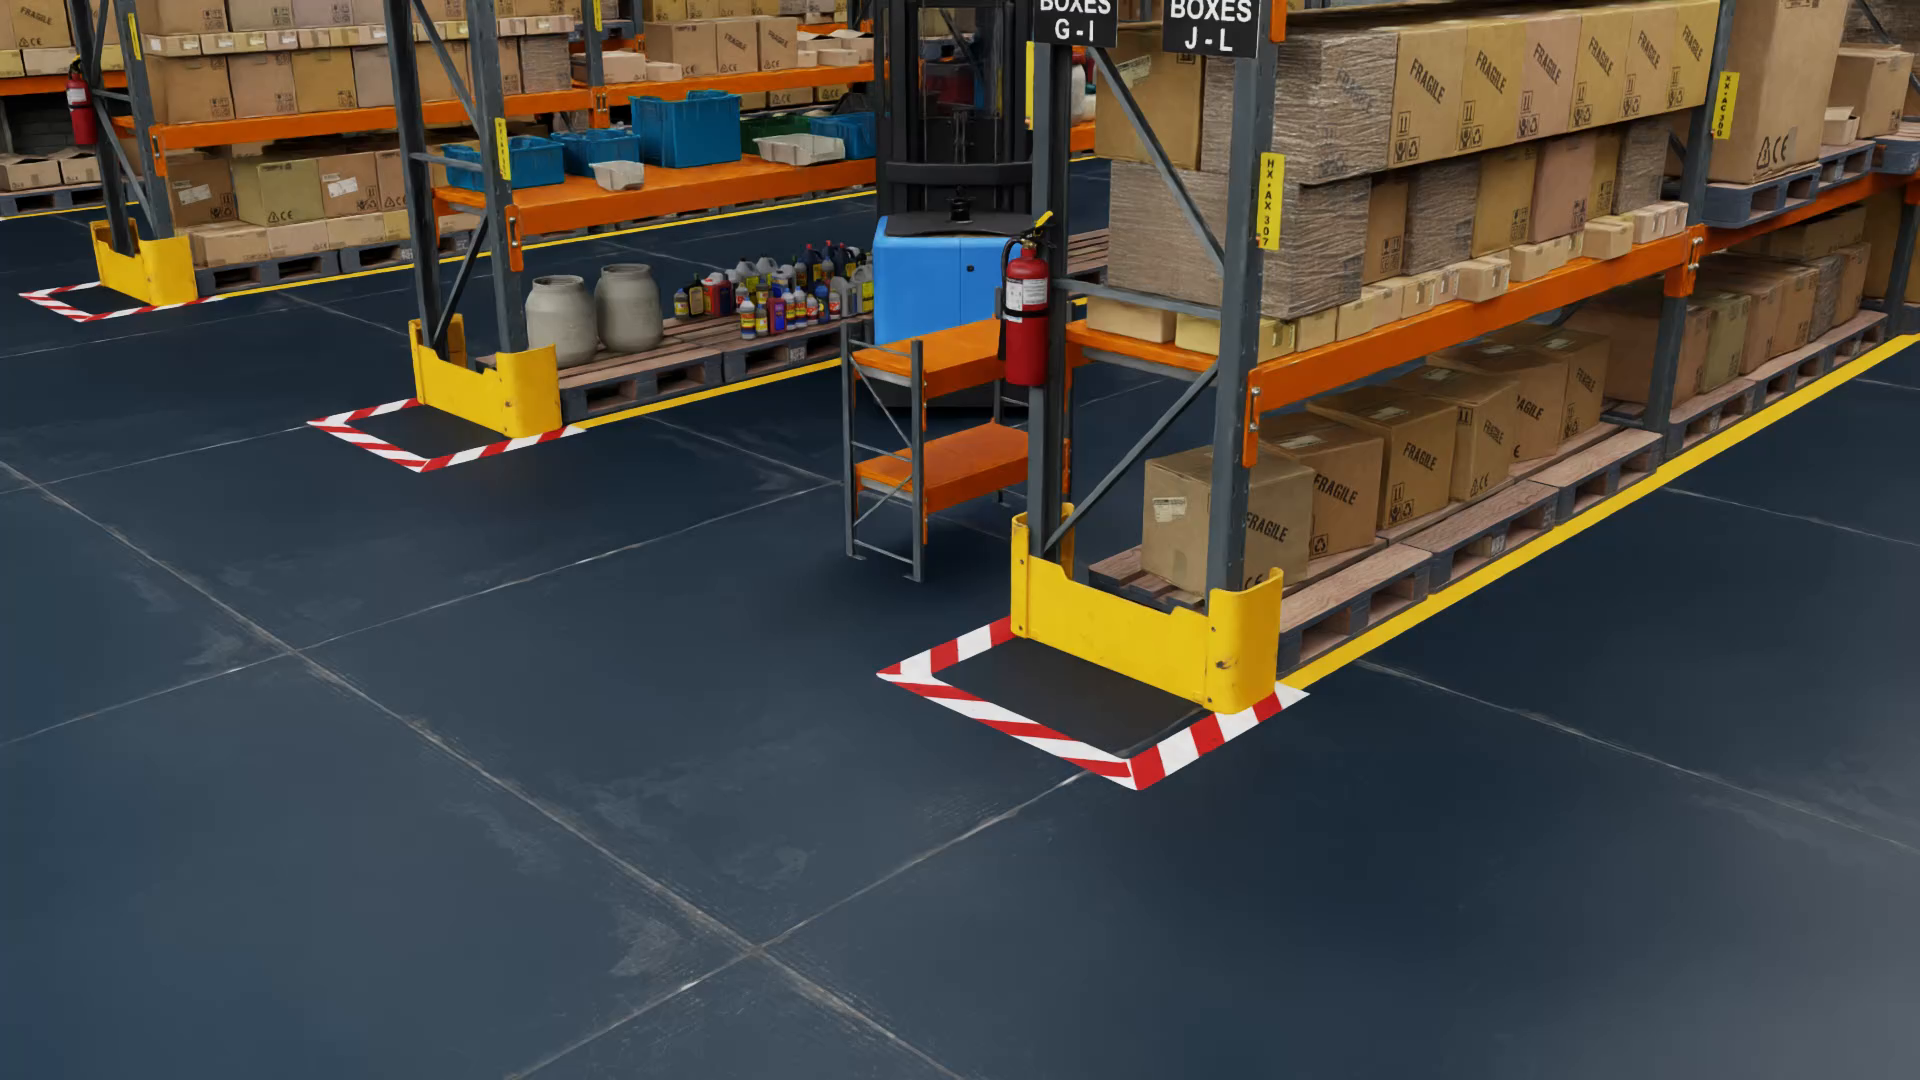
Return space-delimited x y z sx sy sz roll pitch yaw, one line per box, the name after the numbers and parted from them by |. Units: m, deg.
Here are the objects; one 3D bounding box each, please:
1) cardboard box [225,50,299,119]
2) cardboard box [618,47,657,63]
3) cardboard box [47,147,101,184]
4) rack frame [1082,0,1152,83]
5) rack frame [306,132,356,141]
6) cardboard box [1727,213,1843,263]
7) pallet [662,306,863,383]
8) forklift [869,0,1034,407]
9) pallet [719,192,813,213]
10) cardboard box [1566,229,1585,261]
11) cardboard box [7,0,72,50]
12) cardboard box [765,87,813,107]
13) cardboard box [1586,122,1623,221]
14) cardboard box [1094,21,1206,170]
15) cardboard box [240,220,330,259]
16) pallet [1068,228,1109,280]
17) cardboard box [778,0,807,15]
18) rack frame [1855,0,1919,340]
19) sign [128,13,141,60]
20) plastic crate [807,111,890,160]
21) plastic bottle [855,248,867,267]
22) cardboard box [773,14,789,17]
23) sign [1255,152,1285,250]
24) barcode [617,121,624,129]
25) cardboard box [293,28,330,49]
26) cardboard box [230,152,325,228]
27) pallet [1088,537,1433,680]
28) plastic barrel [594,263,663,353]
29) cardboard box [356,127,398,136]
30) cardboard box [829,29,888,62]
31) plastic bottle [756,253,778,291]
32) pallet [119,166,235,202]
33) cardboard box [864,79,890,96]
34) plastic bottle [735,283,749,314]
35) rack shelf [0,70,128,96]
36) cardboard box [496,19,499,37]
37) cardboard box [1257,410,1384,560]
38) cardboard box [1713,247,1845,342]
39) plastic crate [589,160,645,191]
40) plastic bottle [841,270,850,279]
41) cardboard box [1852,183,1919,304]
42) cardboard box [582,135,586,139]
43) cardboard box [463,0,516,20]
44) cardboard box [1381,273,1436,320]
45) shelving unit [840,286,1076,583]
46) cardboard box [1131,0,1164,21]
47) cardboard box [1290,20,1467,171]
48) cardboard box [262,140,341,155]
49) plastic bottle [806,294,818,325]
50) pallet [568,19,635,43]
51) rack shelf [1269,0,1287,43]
-5.724 -3.676 13.318 0.500 0.500 0.700 -19 28 -41 | cardboard box
-3.149 -4.614 16.084 0.396 0.266 0.258 18 28 39 | cardboard box
-9.028 -3.867 17.090 0.500 0.311 0.500 -17 27 -38 | cardboard box
1.950 -6.461 20.703 1.000 3.000 0.127 19 28 41 | rack frame
-7.183 -5.643 18.576 1.000 3.000 0.127 19 28 41 | rack frame
5.446 -2.022 10.981 0.500 0.250 0.500 -16 26 -36 | cardboard box
-1.434 -1.385 11.383 1.003 0.211 1.213 19 28 41 | pallet
0.003 -2.639 10.856 1.130 2.935 3.031 0 21 0 | forklift
-2.294 -3.617 17.191 1.003 0.211 1.213 19 28 41 | pallet
2.763 -1.443 7.999 0.380 0.149 0.250 19 28 41 | cardboard box
-9.073 -5.076 16.237 0.500 0.500 0.500 19 28 41 | cardboard box
-2.580 -6.463 23.121 0.750 0.750 0.750 -19 28 -40 | cardboard box
2.732 -1.890 8.256 0.875 0.500 0.500 19 28 41 | cardboard box
0.880 -1.751 6.502 0.500 0.500 0.500 19 28 41 | cardboard box
-5.542 -2.500 13.646 0.500 0.250 0.500 19 28 41 | cardboard box
1.287 -2.389 13.995 1.003 0.211 1.213 19 28 41 | pallet
-2.449 -7.452 22.700 0.500 0.500 0.500 19 28 41 | cardboard box
6.254 -2.952 11.575 1.000 3.000 0.127 19 28 41 | rack frame
-6.028 -3.677 12.143 0.100 0.325 0.005 19 28 41 | sign
-0.662 -2.742 11.234 0.499 0.251 0.616 19 28 41 | plastic crate
-0.750 -2.012 12.302 0.061 0.283 0.133 19 28 41 | plastic bottle
-2.553 -7.118 22.736 0.380 0.149 0.250 18 28 39 | cardboard box
1.063 -1.164 5.716 0.100 0.325 0.005 19 28 41 | sign
-3.155 -3.852 15.449 0.001 0.075 0.075 19 28 41 | barcode
-5.274 -4.038 13.357 0.380 0.149 0.250 18 27 39 | cardboard box
-5.541 -2.850 13.510 0.500 0.500 0.500 19 28 41 | cardboard box
1.319 0.186 7.296 1.003 0.211 1.213 19 28 41 | pallet
-2.121 -1.487 10.646 0.421 0.512 0.421 0 21 0 | plastic barrel
-6.681 -4.875 19.448 0.500 0.500 0.700 -19 28 -40 | cardboard box
-1.126 -5.308 17.829 0.500 0.311 0.500 -18 27 -39 | cardboard box
-1.373 -1.871 11.841 0.144 0.351 0.185 19 28 40 | plastic bottle
-8.477 -3.845 17.784 1.003 0.211 1.213 19 28 41 | pallet
-1.007 -6.895 24.733 0.700 0.500 0.500 20 29 41 | cardboard box
-1.513 -1.684 11.561 0.097 0.201 0.097 0 21 0 | plastic bottle
-8.578 -4.793 17.367 1.077 0.370 4.000 19 28 41 | rack shelf
-4.205 -4.432 14.380 0.380 0.149 0.250 19 28 41 | cardboard box
1.514 -0.244 7.426 0.500 0.500 0.500 -12 24 -28 | cardboard box
5.424 -1.668 11.104 0.700 0.500 0.500 16 26 36 | cardboard box
-2.020 -2.162 9.886 0.298 0.136 0.250 19 28 41 | plastic crate
-0.778 -1.750 11.620 0.061 0.283 0.133 19 28 41 | plastic bottle
6.751 -2.329 12.328 1.225 0.875 0.875 18 27 38 | cardboard box
-3.554 -3.755 16.128 0.500 0.311 0.500 19 28 41 | cardboard box
-4.288 -4.811 14.462 0.700 0.500 0.500 19 28 41 | cardboard box
1.756 -1.044 6.960 0.380 0.149 0.250 19 28 41 | cardboard box
0.005 -0.527 7.877 0.538 1.125 1.048 19 28 41 | shelving unit
2.501 -6.570 20.848 0.500 0.500 0.500 -19 28 -41 | cardboard box
1.606 -1.748 6.494 0.500 0.500 0.500 19 28 41 | cardboard box
-5.573 -3.112 14.192 0.500 0.500 0.500 19 28 41 | cardboard box
-1.009 -1.562 11.245 0.097 0.201 0.097 0 21 0 | plastic bottle
-4.813 -6.372 20.739 1.213 0.211 1.003 19 28 41 | pallet
2.069 -2.474 7.153 1.077 0.370 4.000 19 28 41 | rack shelf
